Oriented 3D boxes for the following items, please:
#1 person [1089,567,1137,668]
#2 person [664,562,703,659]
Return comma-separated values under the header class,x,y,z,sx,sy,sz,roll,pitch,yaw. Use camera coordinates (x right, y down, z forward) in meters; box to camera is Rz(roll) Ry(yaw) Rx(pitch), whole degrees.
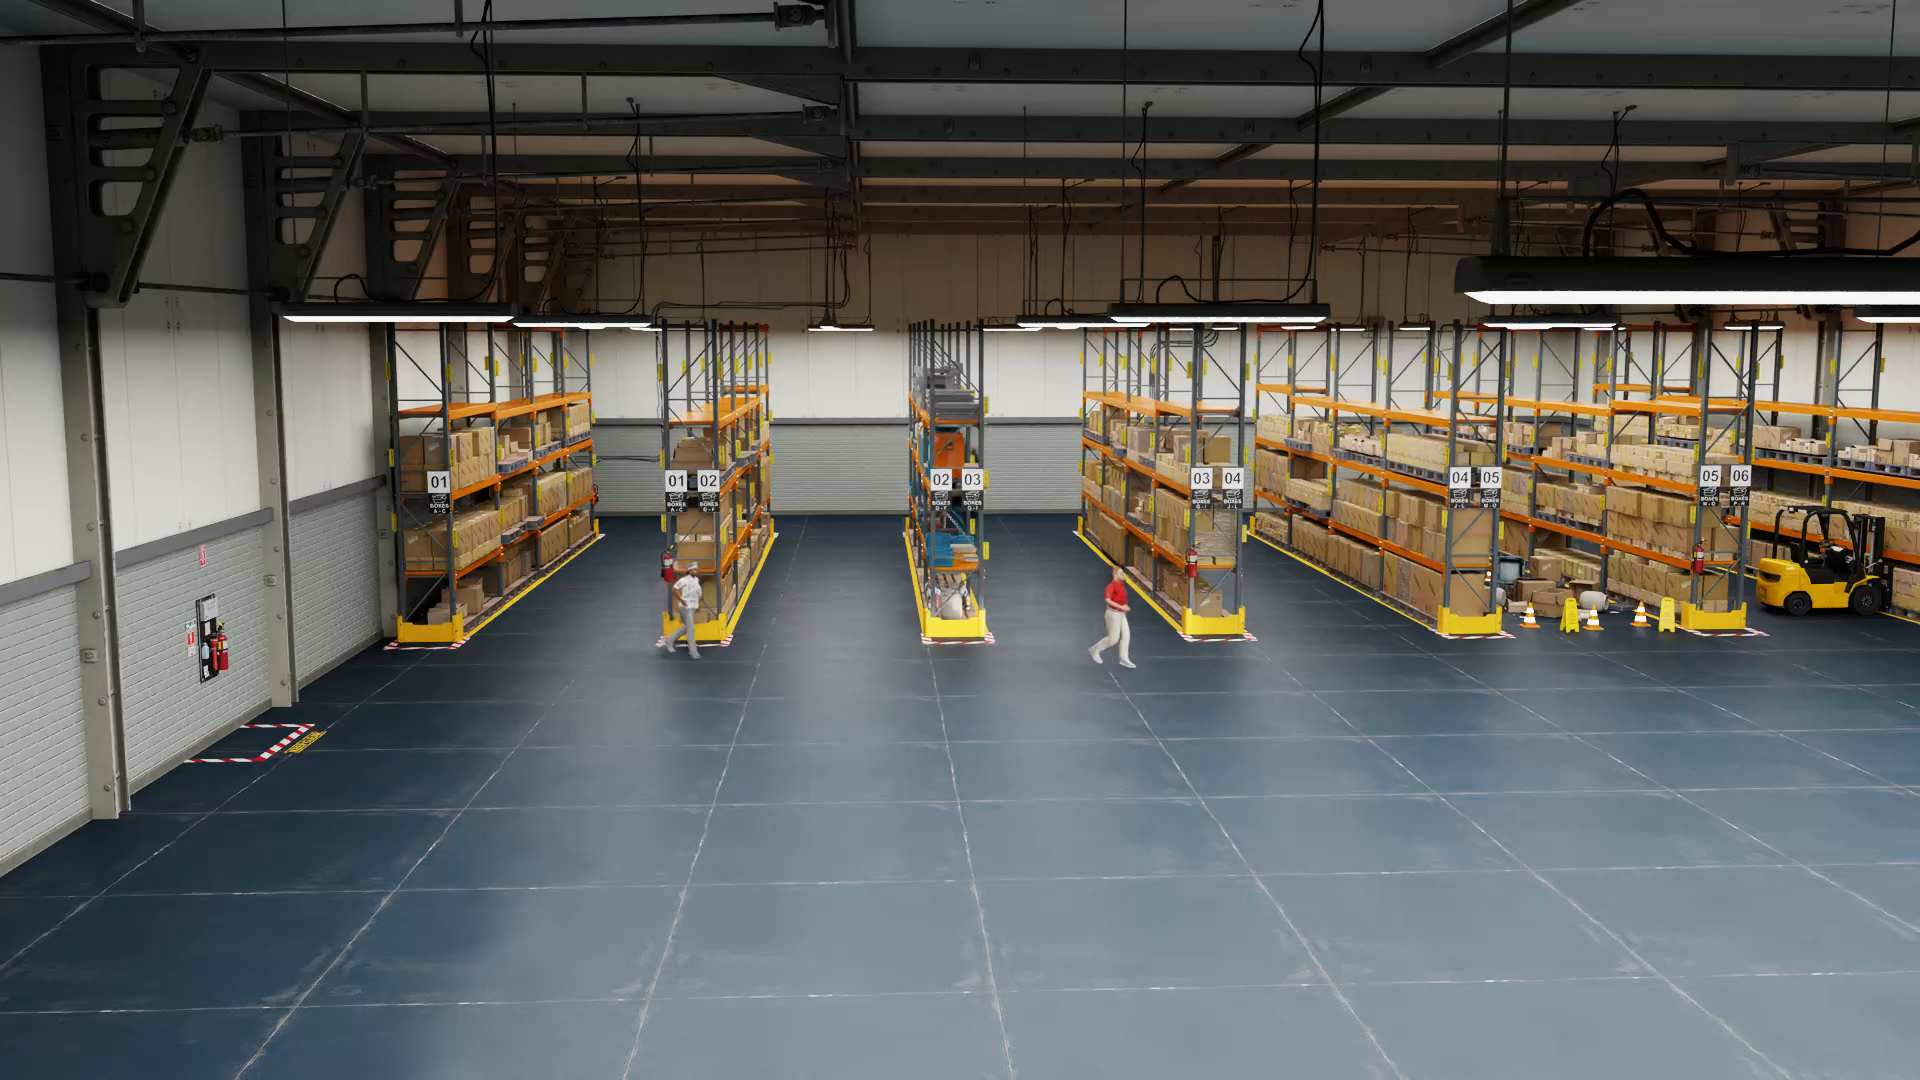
class,x,y,z,sx,sy,sz,roll,pitch,yaw
person,2.667,1.333,28.761,0.839,1.743,0.688,4,8,27
person,-4.866,1.236,29.784,0.842,1.717,0.592,3,8,26
